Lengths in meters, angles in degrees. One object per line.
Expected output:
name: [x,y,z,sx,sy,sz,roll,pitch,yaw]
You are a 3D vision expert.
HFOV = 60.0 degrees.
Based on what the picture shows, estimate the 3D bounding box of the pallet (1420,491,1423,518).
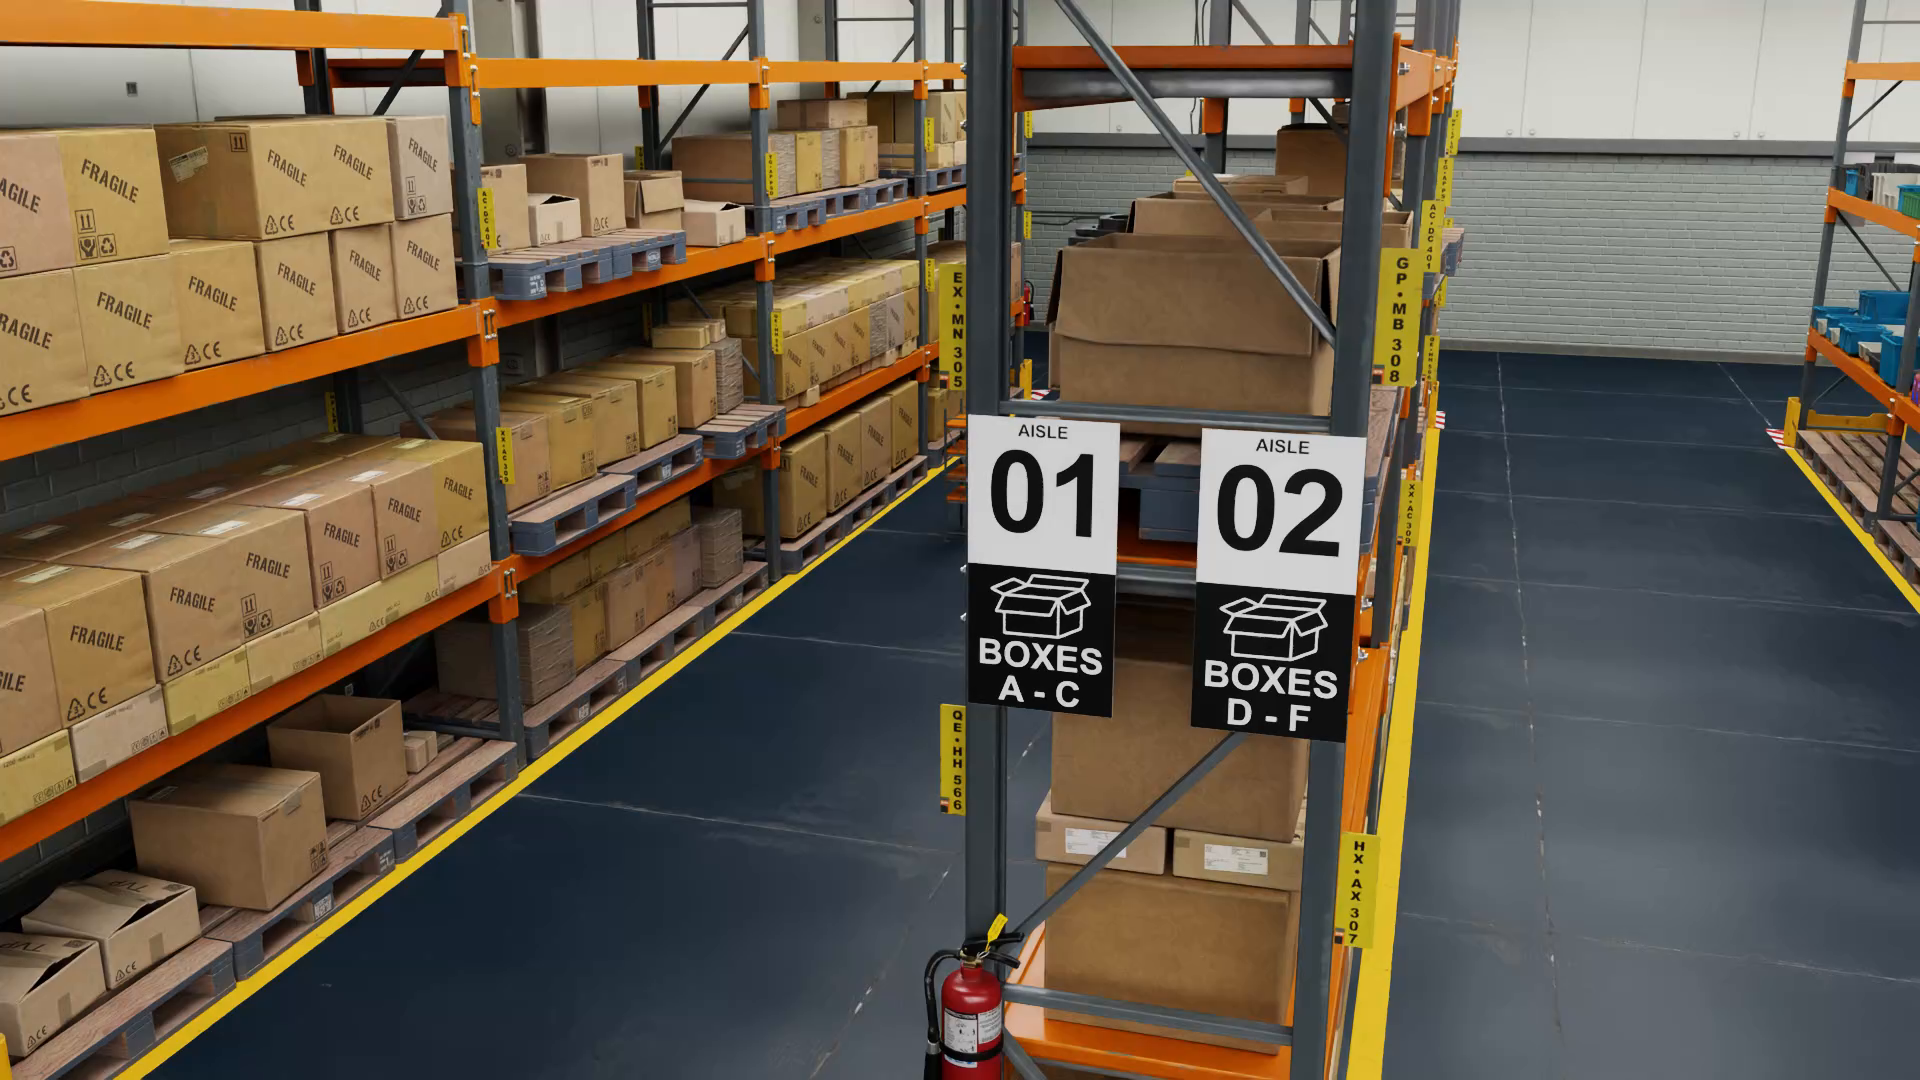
pallet: [3.726,-0.253,15.334,1.003,0.211,1.213,5,16,16]

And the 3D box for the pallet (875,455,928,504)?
pallet: [-0.977,-0.644,16.713,1.003,0.211,1.213,5,16,16]

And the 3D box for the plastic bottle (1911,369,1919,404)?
plastic bottle: [8.156,-1.306,14.151,0.061,0.283,0.133,5,16,16]

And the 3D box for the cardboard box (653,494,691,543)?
cardboard box: [-2.343,-0.180,12.368,0.500,0.250,0.500,5,17,17]

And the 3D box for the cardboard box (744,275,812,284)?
cardboard box: [-1.642,-2.250,15.125,0.500,0.250,0.500,4,16,15]

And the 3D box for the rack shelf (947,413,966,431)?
rack shelf: [0.047,-0.999,14.711,0.258,0.148,0.480,5,16,16]

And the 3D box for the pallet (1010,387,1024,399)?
pallet: [0.155,-1.683,20.376,1.003,0.211,1.213,5,16,16]

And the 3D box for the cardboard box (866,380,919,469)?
cardboard box: [-0.890,-1.181,16.666,0.750,0.750,0.750,5,17,17]

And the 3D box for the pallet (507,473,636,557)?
pallet: [-2.746,-0.197,10.378,1.003,0.211,1.213,5,16,16]

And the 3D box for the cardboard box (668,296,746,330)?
cardboard box: [-2.086,-1.847,13.706,0.500,0.250,0.500,5,17,17]

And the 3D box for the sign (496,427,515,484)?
sign: [-2.581,-0.477,9.427,0.100,0.325,0.005,5,16,16]

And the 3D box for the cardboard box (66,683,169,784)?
cardboard box: [-3.663,0.769,6.861,0.500,0.250,0.500,4,16,14]

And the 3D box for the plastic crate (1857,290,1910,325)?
plastic crate: [9.890,-2.415,17.673,0.616,0.435,0.499,5,16,16]

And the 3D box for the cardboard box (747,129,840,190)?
cardboard box: [-1.485,-3.398,14.825,0.700,0.500,0.500,5,16,16]

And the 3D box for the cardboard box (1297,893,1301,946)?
cardboard box: [0.800,1.022,5.545,0.700,0.500,0.500,5,17,17]

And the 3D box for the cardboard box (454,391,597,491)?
cardboard box: [-2.760,-0.636,10.586,0.700,0.500,0.500,6,17,22]

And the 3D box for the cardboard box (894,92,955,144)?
cardboard box: [-0.358,-4.340,17.084,0.500,0.500,0.500,4,16,15]

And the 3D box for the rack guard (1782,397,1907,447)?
rack guard: [9.800,-1.276,18.413,1.175,0.500,0.348,5,16,16]

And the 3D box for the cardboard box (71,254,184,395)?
cardboard box: [-3.575,-0.897,6.777,0.500,0.500,0.500,5,17,18]

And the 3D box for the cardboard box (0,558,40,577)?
cardboard box: [-4.157,0.377,6.867,0.500,0.500,0.500,5,17,17]

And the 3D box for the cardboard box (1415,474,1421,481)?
cardboard box: [3.622,-0.275,14.076,0.500,0.500,0.500,4,16,14]

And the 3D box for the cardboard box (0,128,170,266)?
cardboard box: [-3.572,-1.380,6.648,0.500,0.500,0.500,5,17,17]

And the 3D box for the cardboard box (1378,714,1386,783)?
cardboard box: [2.004,1.045,8.890,0.500,0.311,0.500,5,16,16]

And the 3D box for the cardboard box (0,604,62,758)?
cardboard box: [-3.816,0.546,6.270,0.500,0.500,0.500,5,16,16]

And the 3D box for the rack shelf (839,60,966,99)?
rack shelf: [-0.261,-5.064,18.244,1.077,0.370,4.000,5,16,16]

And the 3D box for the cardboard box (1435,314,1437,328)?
cardboard box: [4.614,-2.235,17.030,0.500,0.500,0.500,5,16,16]

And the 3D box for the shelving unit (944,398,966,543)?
shelving unit: [0.047,-0.621,14.818,0.258,1.200,0.503,5,16,16]

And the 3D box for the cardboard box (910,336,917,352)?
cardboard box: [-0.654,-1.972,16.708,0.380,0.149,0.250,5,17,16]

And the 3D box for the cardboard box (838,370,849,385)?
cardboard box: [-1.225,-1.506,15.066,0.380,0.149,0.250,5,17,16]

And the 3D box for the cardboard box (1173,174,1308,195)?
cardboard box: [1.251,-1.366,7.443,0.500,0.500,0.500,6,17,20]

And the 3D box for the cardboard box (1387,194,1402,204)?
cardboard box: [2.578,-2.075,10.656,0.500,0.250,0.500,5,17,17]

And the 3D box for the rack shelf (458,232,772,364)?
rack shelf: [-2.535,-1.721,11.220,1.077,0.370,4.000,5,16,16]

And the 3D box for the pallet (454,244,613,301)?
pallet: [-2.826,-1.606,9.843,1.213,0.211,1.003,5,16,16]

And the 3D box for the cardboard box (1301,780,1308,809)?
cardboard box: [0.901,0.814,5.091,0.380,0.149,0.250,4,16,14]

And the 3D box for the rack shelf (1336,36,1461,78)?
rack shelf: [4.489,-4.872,16.839,1.077,0.370,4.000,5,16,16]

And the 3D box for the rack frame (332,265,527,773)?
rack frame: [-3.103,-0.100,9.686,1.000,3.000,0.127,5,16,16]

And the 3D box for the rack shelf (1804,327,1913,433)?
rack shelf: [9.237,-1.602,16.300,1.077,0.370,4.000,5,16,16]

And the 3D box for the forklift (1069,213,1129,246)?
forklift: [1.703,-1.058,13.187,3.031,2.935,1.130,12,20,36]

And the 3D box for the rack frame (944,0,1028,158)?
rack frame: [0.307,-6.126,19.936,1.000,3.000,0.127,5,16,16]

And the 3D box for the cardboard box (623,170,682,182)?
cardboard box: [-2.391,-2.477,12.349,0.500,0.500,0.500,5,16,16]

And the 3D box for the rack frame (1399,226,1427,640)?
rack frame: [2.784,-0.764,12.025,1.000,3.000,0.127,5,16,16]

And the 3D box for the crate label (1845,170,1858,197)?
crate label: [9.234,-3.627,16.895,0.408,0.251,0.502,5,16,16]

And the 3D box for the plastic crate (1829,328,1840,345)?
plastic crate: [9.057,-2.080,17.037,0.250,0.136,0.298,5,16,16]

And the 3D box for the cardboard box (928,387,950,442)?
cardboard box: [-0.519,-1.381,18.011,0.700,0.500,0.500,5,17,17]

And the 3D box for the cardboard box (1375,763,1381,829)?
cardboard box: [2.000,1.317,8.958,0.500,0.250,0.500,4,16,15]

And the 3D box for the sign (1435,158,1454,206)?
sign: [3.314,-2.448,11.375,0.100,0.325,0.005,5,16,16]

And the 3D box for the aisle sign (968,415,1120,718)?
aisle sign: [0.210,0.073,4.311,0.394,0.787,0.004,5,16,16]

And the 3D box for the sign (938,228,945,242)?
sign: [-0.223,-3.739,20.783,0.100,0.325,0.005,5,16,16]

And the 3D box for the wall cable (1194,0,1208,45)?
wall cable: [4.851,-8.304,24.050,3.097,2.526,0.112,5,16,16]

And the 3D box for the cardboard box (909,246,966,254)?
cardboard box: [-0.024,-3.059,19.567,0.980,0.700,0.700,4,16,15]

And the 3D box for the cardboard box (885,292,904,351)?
cardboard box: [-0.855,-2.120,16.040,0.500,0.500,0.500,5,17,16]
